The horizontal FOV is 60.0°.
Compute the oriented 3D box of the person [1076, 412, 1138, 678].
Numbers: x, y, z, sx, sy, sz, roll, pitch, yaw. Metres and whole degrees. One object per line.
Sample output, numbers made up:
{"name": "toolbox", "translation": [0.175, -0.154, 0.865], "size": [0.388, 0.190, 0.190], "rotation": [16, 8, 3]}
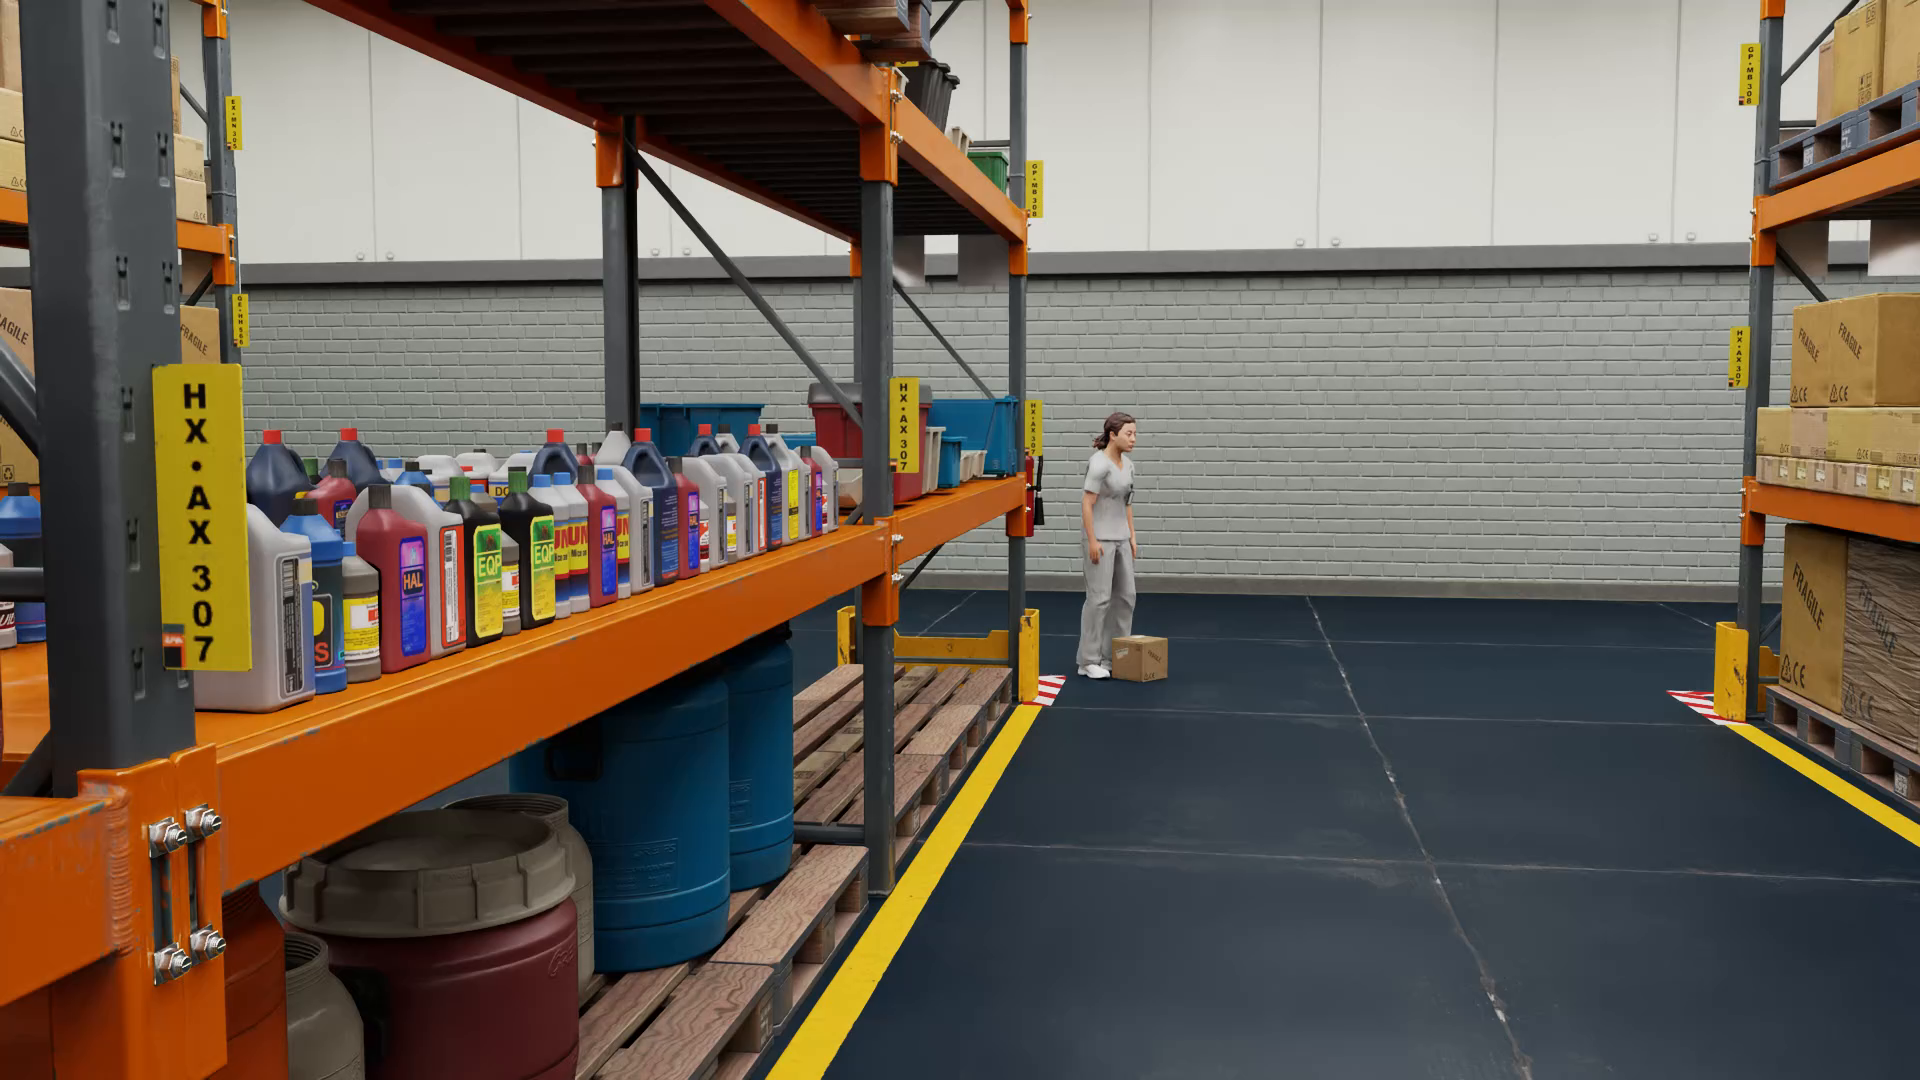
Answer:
{"name": "person", "translation": [0.956, 0.022, 10.588], "size": [0.363, 1.672, 0.514], "rotation": [4, 6, 42]}
